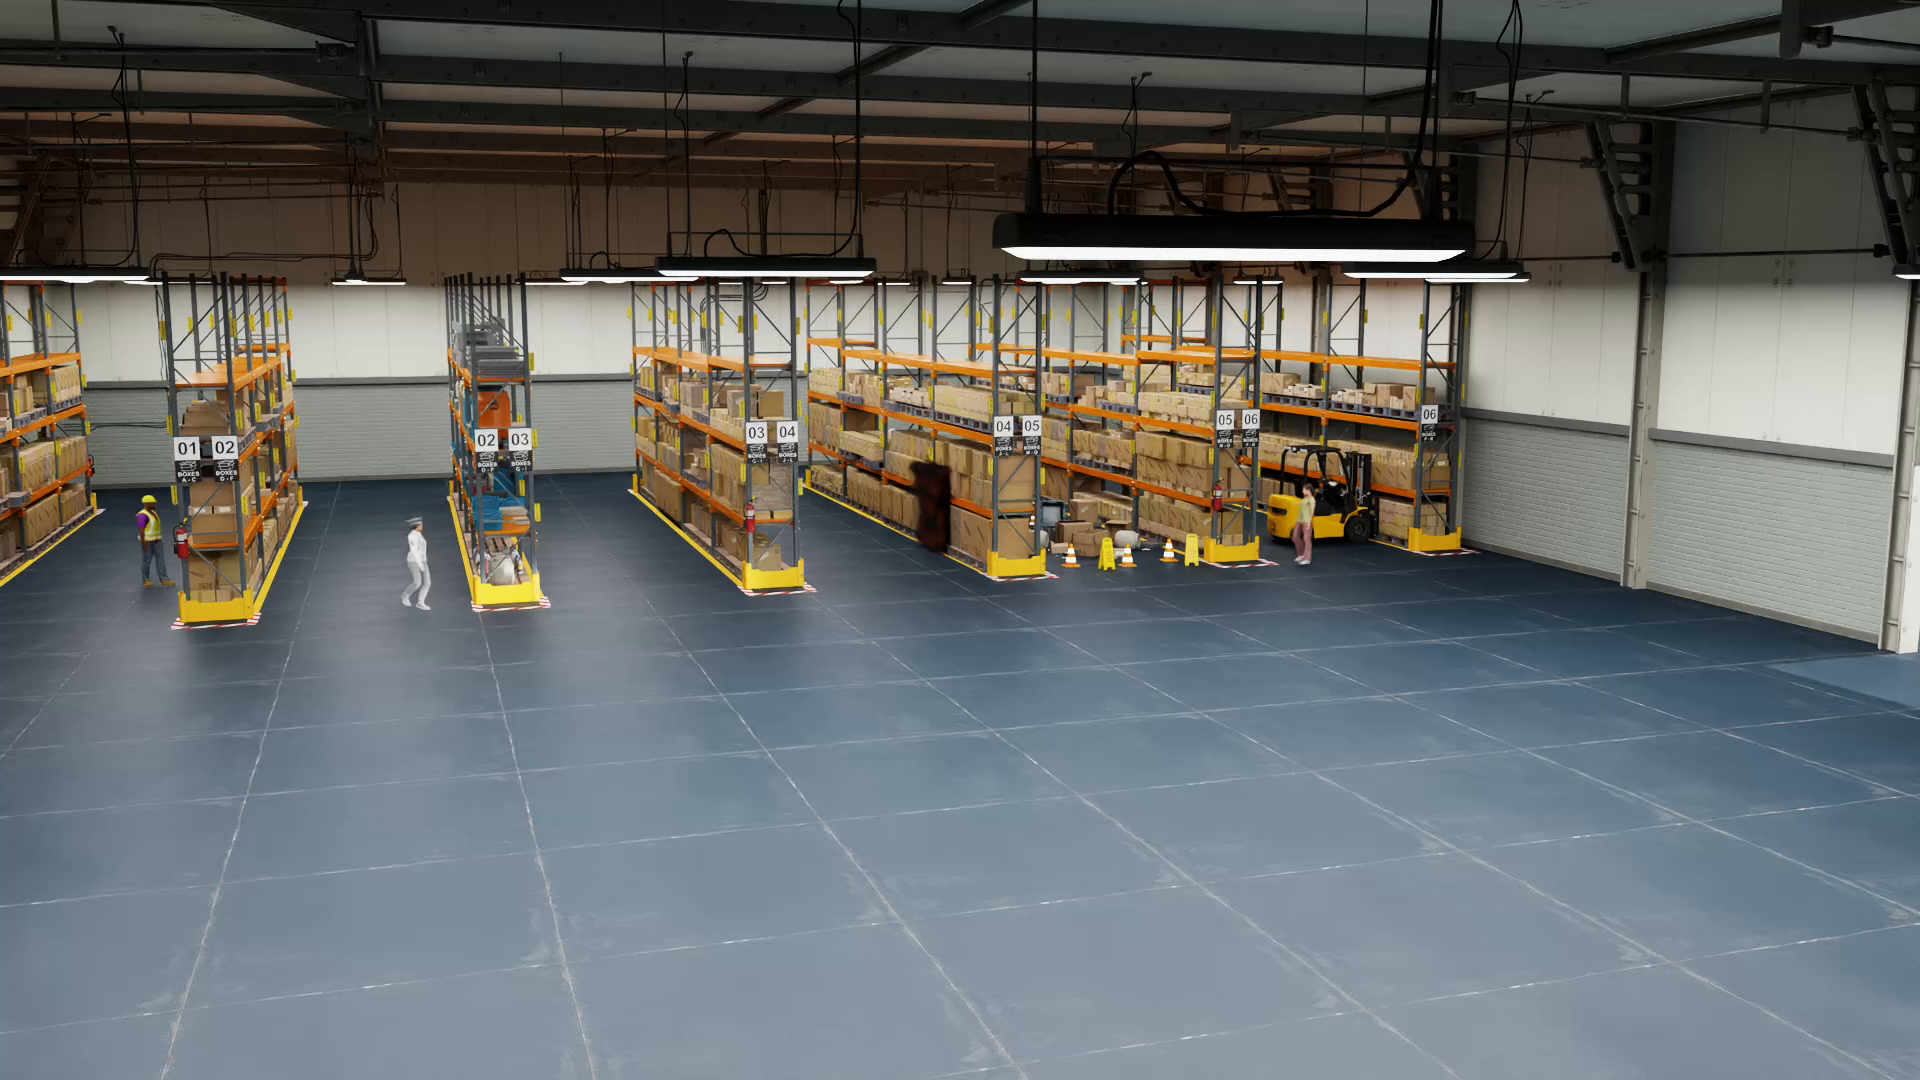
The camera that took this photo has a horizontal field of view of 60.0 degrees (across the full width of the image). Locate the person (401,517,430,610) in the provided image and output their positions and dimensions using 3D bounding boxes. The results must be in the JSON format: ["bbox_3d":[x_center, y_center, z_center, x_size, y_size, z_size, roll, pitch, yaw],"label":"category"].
[{"bbox_3d":[-9.767,0.428,29.915,0.570,1.658,0.526,3,9,17],"label":"person"}]

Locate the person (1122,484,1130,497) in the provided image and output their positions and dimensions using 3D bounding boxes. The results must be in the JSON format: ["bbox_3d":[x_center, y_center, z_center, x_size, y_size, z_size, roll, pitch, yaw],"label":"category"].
[{"bbox_3d":[4.363,-1.846,44.349,0.431,1.791,0.585,0,9,-1],"label":"person"}]

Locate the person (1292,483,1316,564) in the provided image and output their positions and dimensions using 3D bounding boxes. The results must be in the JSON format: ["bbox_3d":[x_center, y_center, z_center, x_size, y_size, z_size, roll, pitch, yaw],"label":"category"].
[{"bbox_3d":[7.208,-0.344,34.765,0.459,1.683,0.506,-6,11,-35],"label":"person"}]

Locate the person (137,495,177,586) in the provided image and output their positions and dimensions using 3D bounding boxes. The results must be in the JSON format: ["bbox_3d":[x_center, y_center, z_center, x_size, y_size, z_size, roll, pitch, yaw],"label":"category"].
[{"bbox_3d":[-15.578,0.024,32.087,0.683,1.759,0.552,3,9,21],"label":"person"}]

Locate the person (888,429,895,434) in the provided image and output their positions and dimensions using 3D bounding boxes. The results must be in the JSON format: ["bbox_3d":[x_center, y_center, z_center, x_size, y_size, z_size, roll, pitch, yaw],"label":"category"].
[{"bbox_3d":[-1.941,-2.294,47.344,0.415,1.768,0.646,-3,9,-20],"label":"person"}]
